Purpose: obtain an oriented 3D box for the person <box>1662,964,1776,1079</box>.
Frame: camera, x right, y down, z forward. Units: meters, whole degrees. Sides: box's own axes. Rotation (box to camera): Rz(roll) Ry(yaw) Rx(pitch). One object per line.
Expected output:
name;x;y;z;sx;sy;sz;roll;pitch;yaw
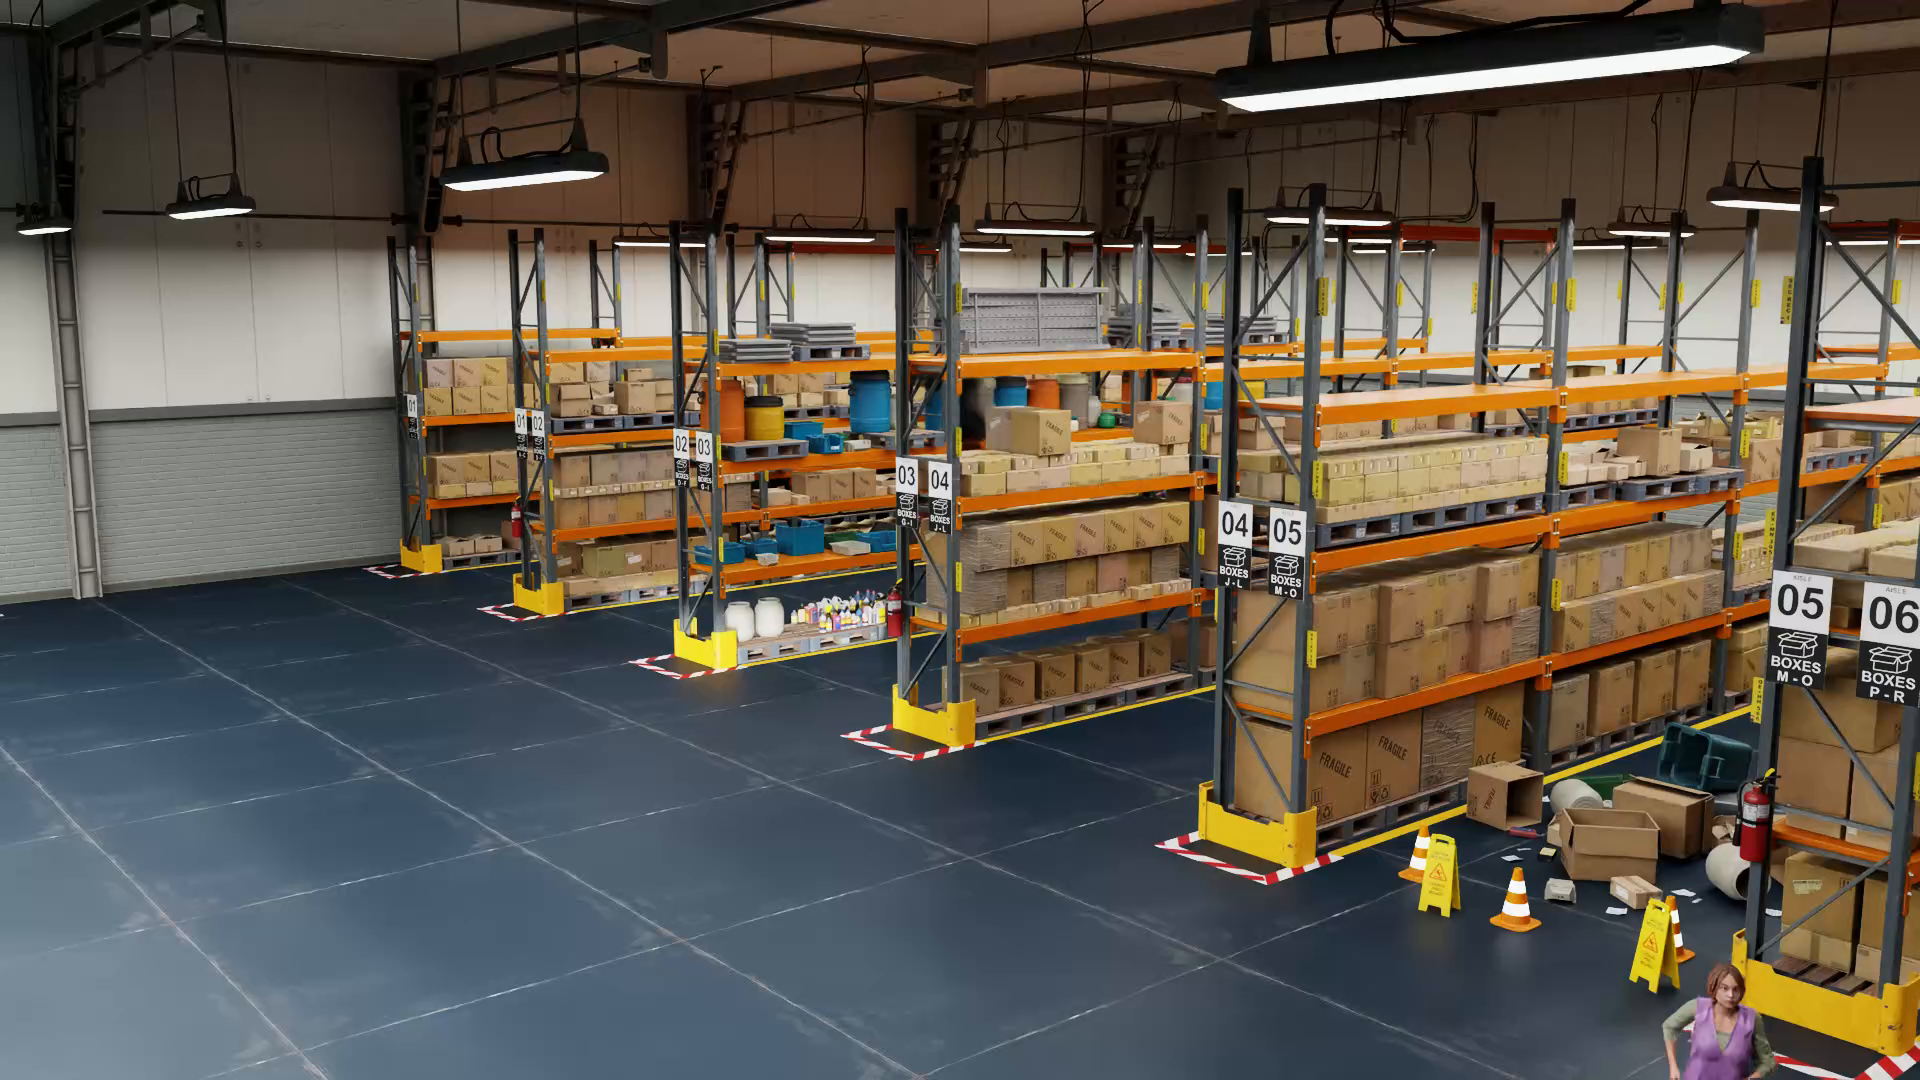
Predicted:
person;4.079;3.021;8.995;0.551;1.598;0.870;3;9;20
